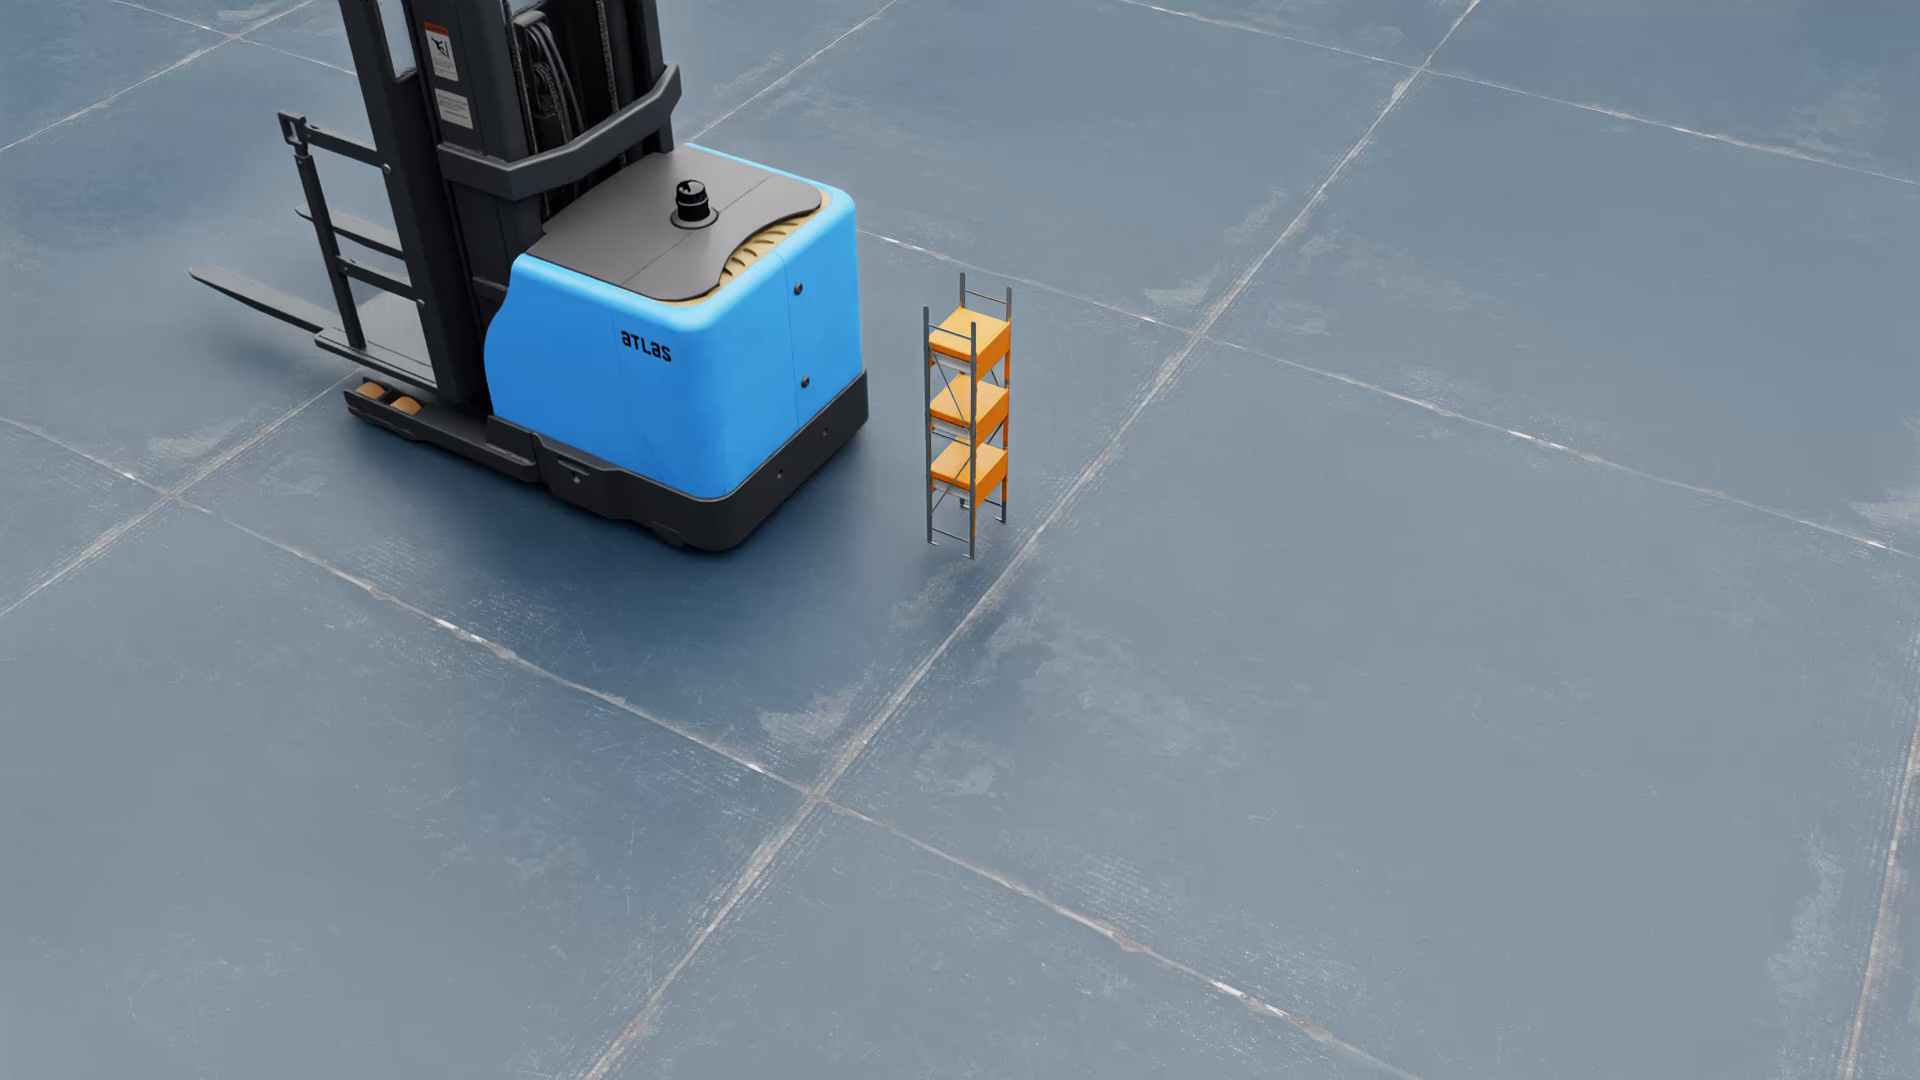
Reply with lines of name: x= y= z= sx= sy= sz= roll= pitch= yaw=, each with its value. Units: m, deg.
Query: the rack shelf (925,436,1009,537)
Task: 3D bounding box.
rack shelf: x=0.027 y=-0.208 z=6.128 sx=0.215 sy=0.259 sz=0.240 roll=21 pitch=45 yaw=22

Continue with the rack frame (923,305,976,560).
rack frame: x=-0.034 y=-0.355 z=5.859 sx=0.200 sy=1.050 sz=0.008 roll=21 pitch=45 yaw=22

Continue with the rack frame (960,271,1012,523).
rack frame: x=0.088 y=-0.494 z=6.017 sx=0.200 sy=1.050 sz=0.008 roll=21 pitch=45 yaw=22

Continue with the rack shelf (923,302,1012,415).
rack shelf: x=0.027 y=-0.630 z=5.757 sx=0.215 sy=0.259 sz=0.240 roll=21 pitch=45 yaw=22

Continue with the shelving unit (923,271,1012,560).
shelving unit: x=0.027 y=-0.425 z=5.938 sx=0.215 sy=1.050 sz=0.252 roll=21 pitch=45 yaw=22

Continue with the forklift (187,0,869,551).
forklift: x=-1.898 y=-1.787 z=6.061 sx=3.031 sy=2.935 sz=1.130 roll=21 pitch=46 yaw=23

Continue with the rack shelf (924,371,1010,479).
rack shelf: x=0.027 y=-0.417 z=5.945 sx=0.215 sy=0.259 sz=0.240 roll=21 pitch=45 yaw=22
